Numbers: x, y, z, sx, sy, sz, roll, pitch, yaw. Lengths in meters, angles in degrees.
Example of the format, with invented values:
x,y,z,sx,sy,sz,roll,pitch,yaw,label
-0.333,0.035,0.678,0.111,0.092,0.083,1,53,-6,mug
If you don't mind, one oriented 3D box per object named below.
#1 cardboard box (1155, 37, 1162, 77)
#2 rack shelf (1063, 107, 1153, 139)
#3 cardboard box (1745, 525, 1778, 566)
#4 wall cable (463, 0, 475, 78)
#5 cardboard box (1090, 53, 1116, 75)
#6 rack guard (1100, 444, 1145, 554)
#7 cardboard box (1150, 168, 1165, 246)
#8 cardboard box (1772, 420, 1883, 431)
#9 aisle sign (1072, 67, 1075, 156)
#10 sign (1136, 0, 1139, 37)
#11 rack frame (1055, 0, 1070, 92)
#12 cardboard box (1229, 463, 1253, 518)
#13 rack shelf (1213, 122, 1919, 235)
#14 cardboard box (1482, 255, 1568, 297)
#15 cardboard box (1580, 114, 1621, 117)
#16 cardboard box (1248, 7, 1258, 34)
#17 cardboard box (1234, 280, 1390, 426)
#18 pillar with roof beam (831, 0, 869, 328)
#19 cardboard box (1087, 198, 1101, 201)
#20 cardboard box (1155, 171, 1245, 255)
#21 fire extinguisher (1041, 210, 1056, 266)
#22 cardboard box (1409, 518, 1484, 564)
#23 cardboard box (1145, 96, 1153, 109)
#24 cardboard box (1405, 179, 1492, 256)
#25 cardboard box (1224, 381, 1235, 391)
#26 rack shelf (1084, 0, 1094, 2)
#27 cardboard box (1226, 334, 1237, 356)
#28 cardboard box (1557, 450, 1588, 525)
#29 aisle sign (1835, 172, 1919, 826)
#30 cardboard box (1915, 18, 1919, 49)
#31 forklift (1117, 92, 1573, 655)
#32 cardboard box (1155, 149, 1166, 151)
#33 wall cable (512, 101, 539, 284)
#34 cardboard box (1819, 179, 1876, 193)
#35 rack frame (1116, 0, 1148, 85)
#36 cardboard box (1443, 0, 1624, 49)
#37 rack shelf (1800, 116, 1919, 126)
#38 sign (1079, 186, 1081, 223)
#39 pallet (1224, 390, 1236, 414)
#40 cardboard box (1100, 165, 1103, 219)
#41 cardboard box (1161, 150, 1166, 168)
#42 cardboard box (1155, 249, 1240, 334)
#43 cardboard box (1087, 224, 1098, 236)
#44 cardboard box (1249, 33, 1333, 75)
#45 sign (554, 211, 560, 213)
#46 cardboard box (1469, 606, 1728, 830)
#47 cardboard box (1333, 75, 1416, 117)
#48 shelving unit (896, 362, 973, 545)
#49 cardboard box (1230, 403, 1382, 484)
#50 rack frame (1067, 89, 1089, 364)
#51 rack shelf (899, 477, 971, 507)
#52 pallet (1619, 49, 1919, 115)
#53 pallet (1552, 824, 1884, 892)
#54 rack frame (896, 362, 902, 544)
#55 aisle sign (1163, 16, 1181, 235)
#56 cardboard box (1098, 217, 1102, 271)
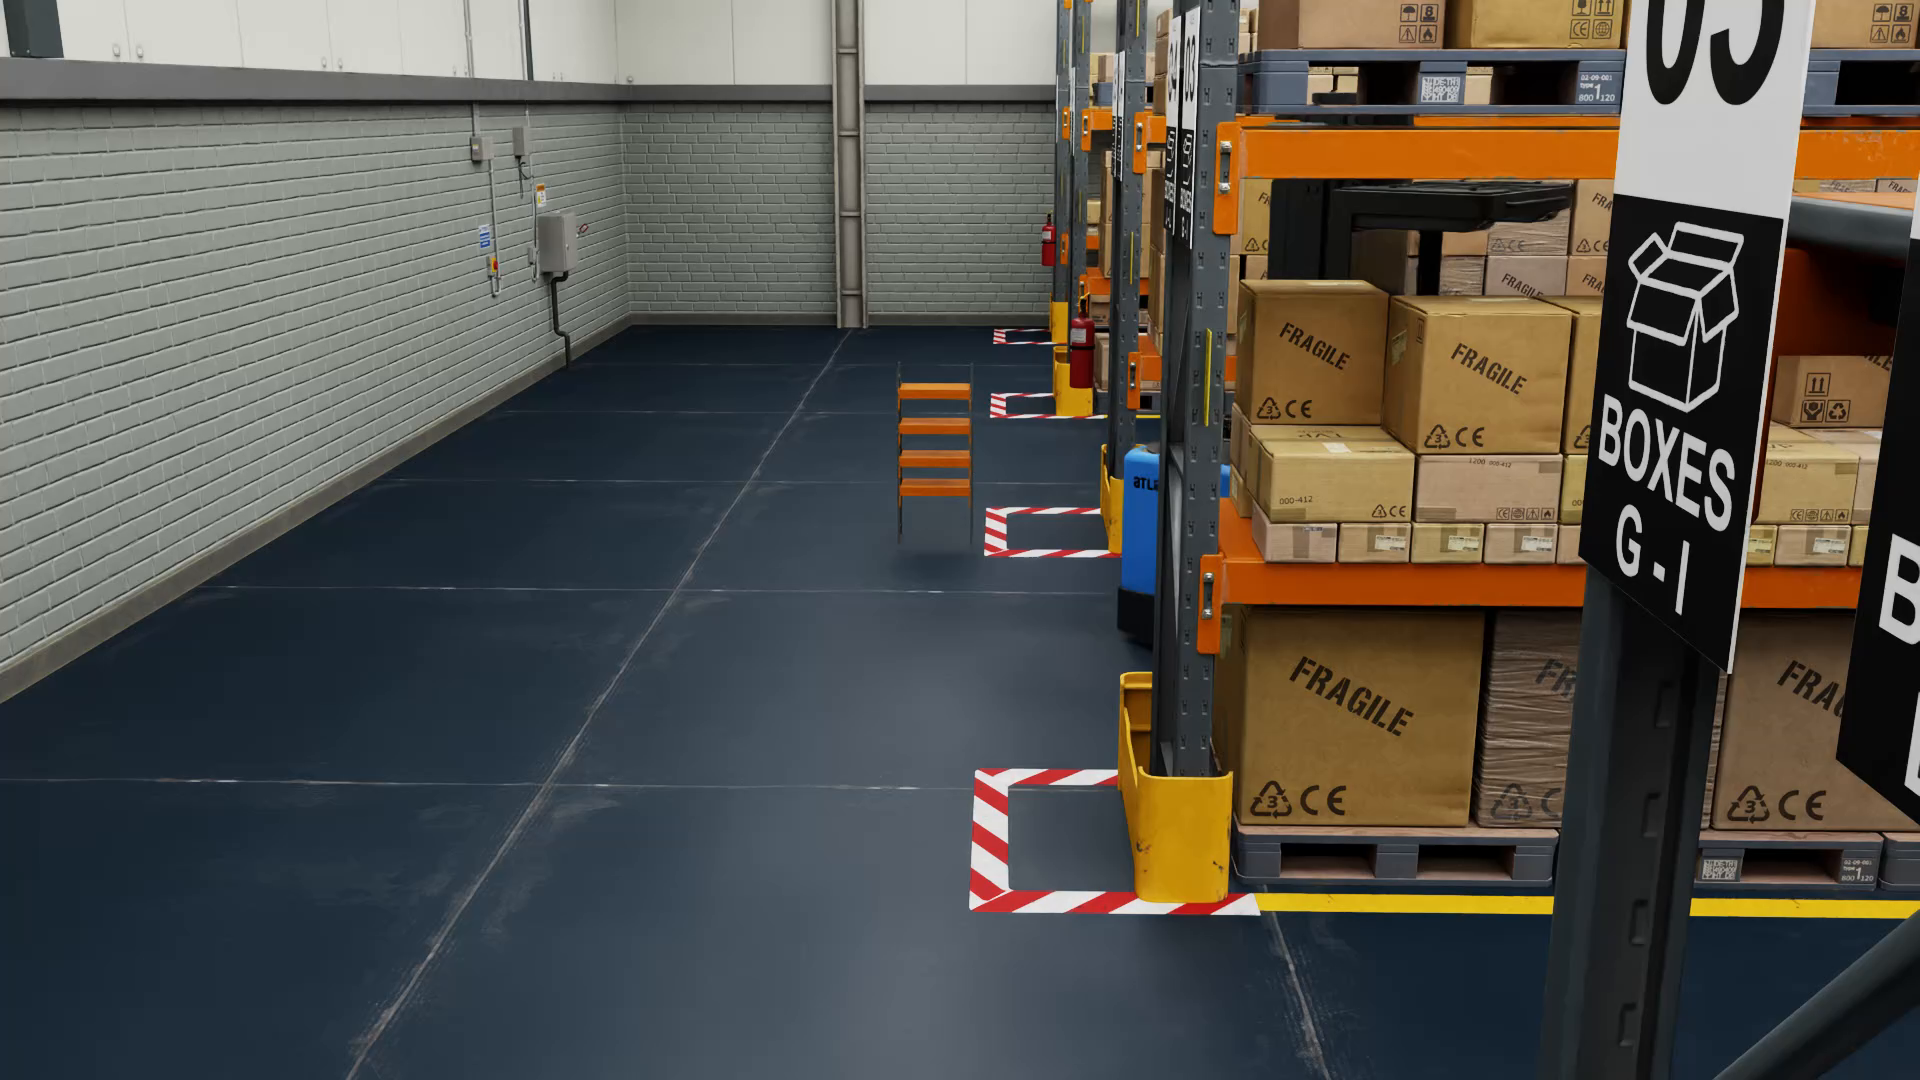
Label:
x,y,z,sx,sy,sz,roll,pitch,yaw,label
1.567,-3.190,10.985,0.500,0.250,0.500,0,15,0,cardboard box
3.248,-5.127,20.423,4.000,0.370,1.077,0,15,1,rack shelf
2.757,-0.027,6.053,0.250,0.149,0.380,0,15,0,cardboard box
-4.568,-5.637,15.068,0.029,3.000,0.463,0,15,1,wall cable
1.686,-5.734,20.044,0.500,0.250,0.500,0,15,1,cardboard box
1.176,-0.299,11.495,0.348,0.500,1.175,0,15,1,rack guard
1.564,-2.245,11.229,0.500,0.500,0.500,0,15,0,cardboard box
3.393,-0.366,6.558,0.500,0.250,0.500,1,15,3,cardboard box
1.046,-3.955,15.355,0.004,0.787,0.394,0,15,1,aisle sign
1.086,-3.243,10.159,0.005,0.325,0.100,0,15,1,sign
1.249,-6.938,19.998,0.127,3.000,1.000,0,15,1,rack frame
1.237,-0.204,6.727,0.250,0.149,0.380,1,15,2,cardboard box
2.872,-1.334,6.046,4.000,0.370,1.077,0,15,1,rack shelf
3.592,-1.613,10.795,0.500,0.500,0.500,0,15,1,cardboard box
4.103,-2.801,10.490,0.500,0.250,0.500,0,15,1,cardboard box
1.942,-3.234,10.371,0.250,0.149,0.380,0,15,1,cardboard box
1.366,-0.742,6.513,0.500,0.500,0.500,1,15,2,cardboard box
-1.534,-6.088,16.774,0.400,9.000,9.100,0,15,1,pillar with roof beam
1.715,-4.173,20.989,0.500,0.250,0.500,1,15,3,cardboard box
1.542,-2.114,10.732,0.500,0.500,0.500,0,15,1,cardboard box
1.090,-3.703,20.377,0.183,0.674,0.296,0,15,1,fire extinguisher
1.731,-0.033,6.079,0.250,0.149,0.380,0,15,0,cardboard box
2.327,-5.276,20.070,0.250,0.149,0.380,1,15,3,cardboard box
3.076,-2.100,10.682,0.500,0.500,0.500,0,15,0,cardboard box
2.703,-1.753,16.304,0.875,0.438,0.875,1,15,3,cardboard box
3.125,-5.118,15.293,4.000,0.370,1.077,0,15,1,rack shelf
1.671,-1.310,10.919,0.250,0.149,0.380,1,15,3,cardboard box
2.367,-0.238,6.072,0.500,0.250,0.500,0,15,0,cardboard box
0.666,-0.163,0.981,0.004,0.787,0.394,0,15,1,aisle sign
3.550,-1.963,5.804,0.500,0.500,0.700,1,15,4,cardboard box
2.335,-0.721,8.326,3.031,2.935,1.130,12,19,37,forklift
2.004,-3.690,16.018,0.250,0.149,0.380,0,15,1,cardboard box
-4.487,-3.655,17.323,0.122,1.984,0.588,0,15,1,wall cable
8.086,-3.189,15.392,0.500,0.500,0.500,1,15,2,cardboard box
1.100,-4.409,10.412,0.127,3.000,1.000,0,15,1,rack frame
1.953,-1.970,5.833,0.500,0.500,0.700,0,15,-1,cardboard box
7.098,-2.572,10.739,4.000,0.370,1.077,0,15,1,rack shelf
1.105,-3.087,15.308,0.005,0.325,0.100,0,15,1,sign
3.143,-1.429,16.344,1.213,0.211,1.003,0,15,1,pallet
1.614,-3.361,16.043,0.500,0.500,0.500,1,15,3,cardboard box
1.994,-3.530,15.411,0.250,0.149,0.380,1,15,3,cardboard box
1.542,-1.627,10.849,0.500,0.500,0.500,1,15,4,cardboard box
1.570,-3.844,20.522,0.250,0.149,0.380,0,15,1,cardboard box
2.054,-3.056,10.476,0.500,0.250,0.500,0,15,1,cardboard box
-4.507,-3.418,18.603,0.001,0.494,0.329,0,15,1,sign
2.424,0.570,6.642,0.875,0.875,0.875,0,15,1,cardboard box
2.584,-2.814,10.539,0.500,0.250,0.500,0,15,0,cardboard box
-0.165,-0.581,11.191,0.503,1.200,0.258,0,15,1,shelving unit
1.364,-0.380,6.612,0.500,0.250,0.500,0,15,1,cardboard box
1.126,-2.772,15.965,0.127,3.000,1.000,0,15,1,rack frame
-0.165,-0.324,11.259,0.480,0.148,0.258,0,15,1,rack shelf
2.837,-1.642,5.979,1.213,0.211,1.003,0,15,1,pallet
2.890,1.098,6.765,1.213,0.211,1.003,0,15,1,pallet
-0.409,-0.583,11.197,0.015,1.200,0.240,0,15,1,rack frame
0.808,-1.578,6.346,0.004,0.787,0.394,0,15,1,aisle sign
1.615,-2.884,16.196,0.500,0.500,0.500,0,15,2,cardboard box
